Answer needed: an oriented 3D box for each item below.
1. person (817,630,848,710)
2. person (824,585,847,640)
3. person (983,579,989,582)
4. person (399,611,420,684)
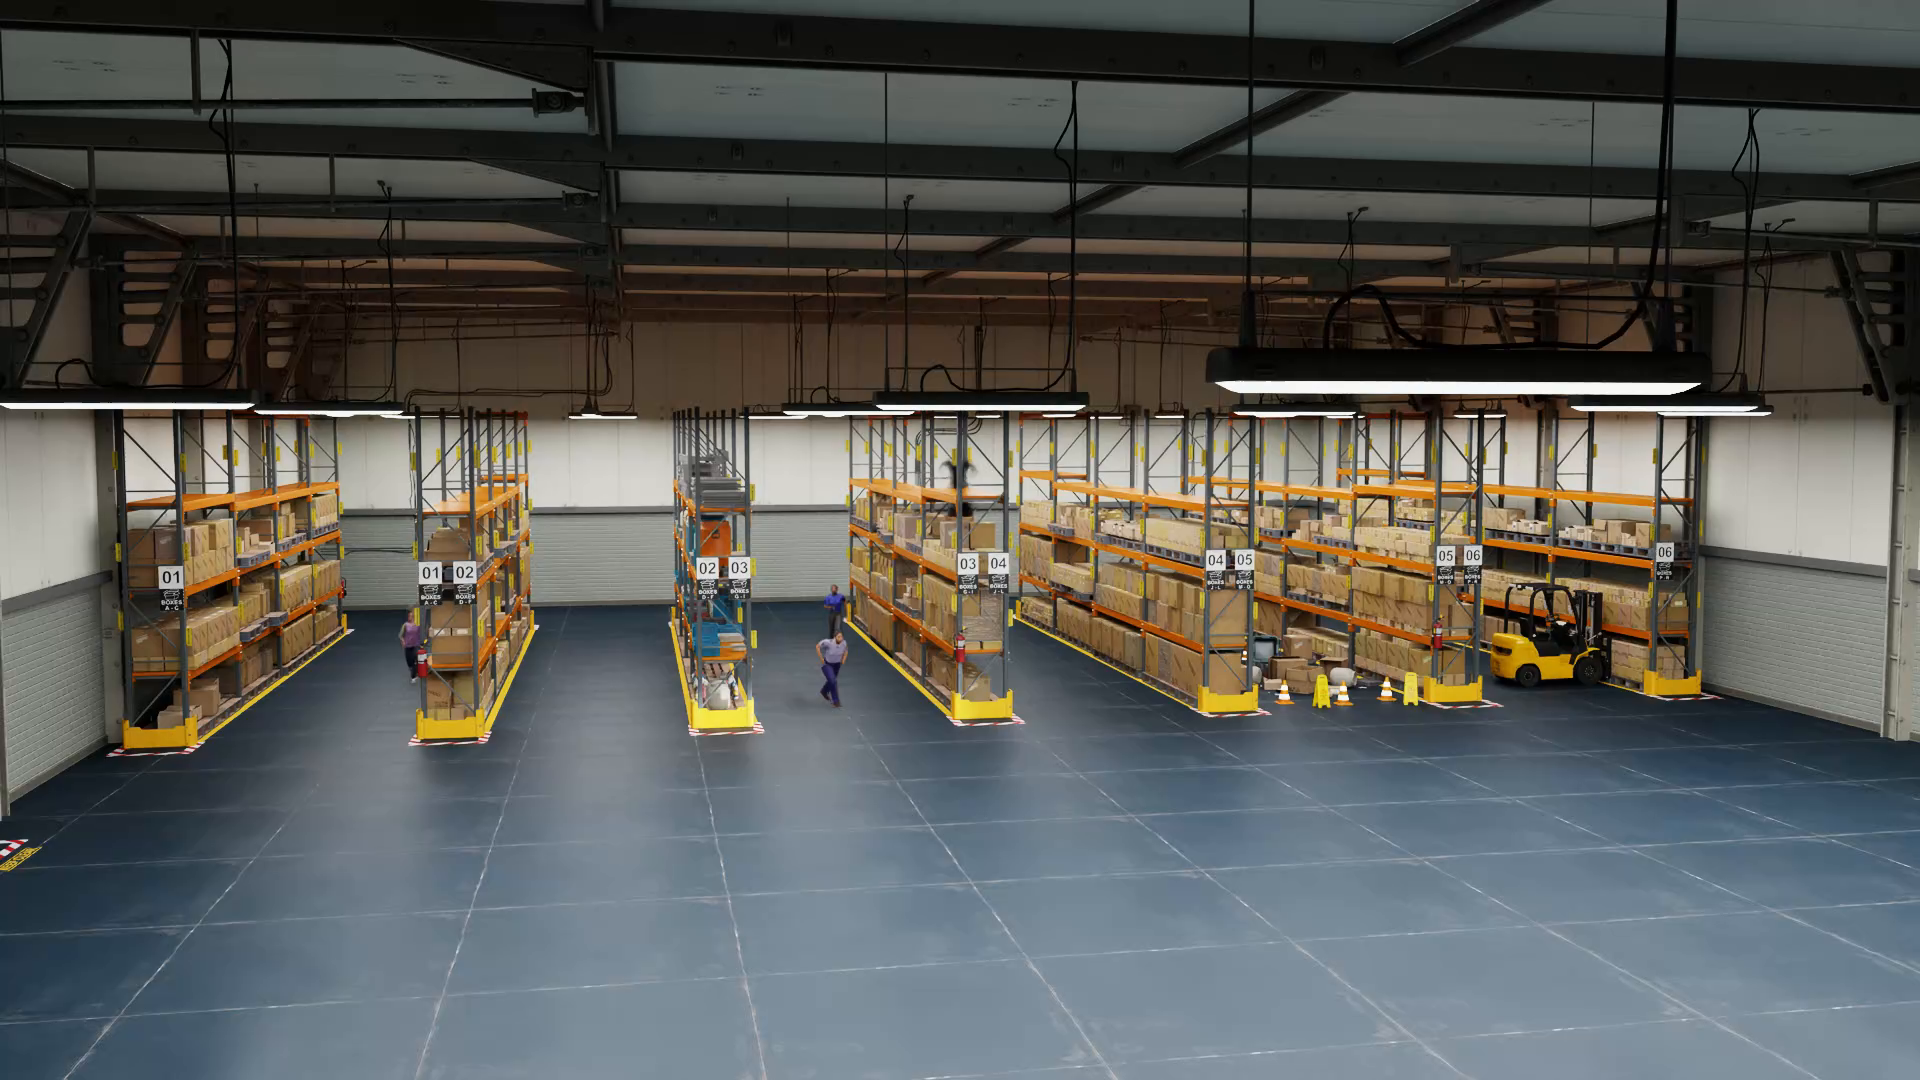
[{"bbox_3d":[-2.607,2.589,33.458,0.650,1.619,0.937,-2,5,-28],"label":"person"},{"bbox_3d":[-3.117,1.956,41.542,0.580,1.687,0.875,0,4,-4],"label":"person"},{"bbox_3d":[0.510,1.411,48.406,0.710,1.789,0.681,1,4,14],"label":"person"},{"bbox_3d":[-12.051,2.349,36.613,0.545,1.569,0.632,-1,4,-16],"label":"person"}]
